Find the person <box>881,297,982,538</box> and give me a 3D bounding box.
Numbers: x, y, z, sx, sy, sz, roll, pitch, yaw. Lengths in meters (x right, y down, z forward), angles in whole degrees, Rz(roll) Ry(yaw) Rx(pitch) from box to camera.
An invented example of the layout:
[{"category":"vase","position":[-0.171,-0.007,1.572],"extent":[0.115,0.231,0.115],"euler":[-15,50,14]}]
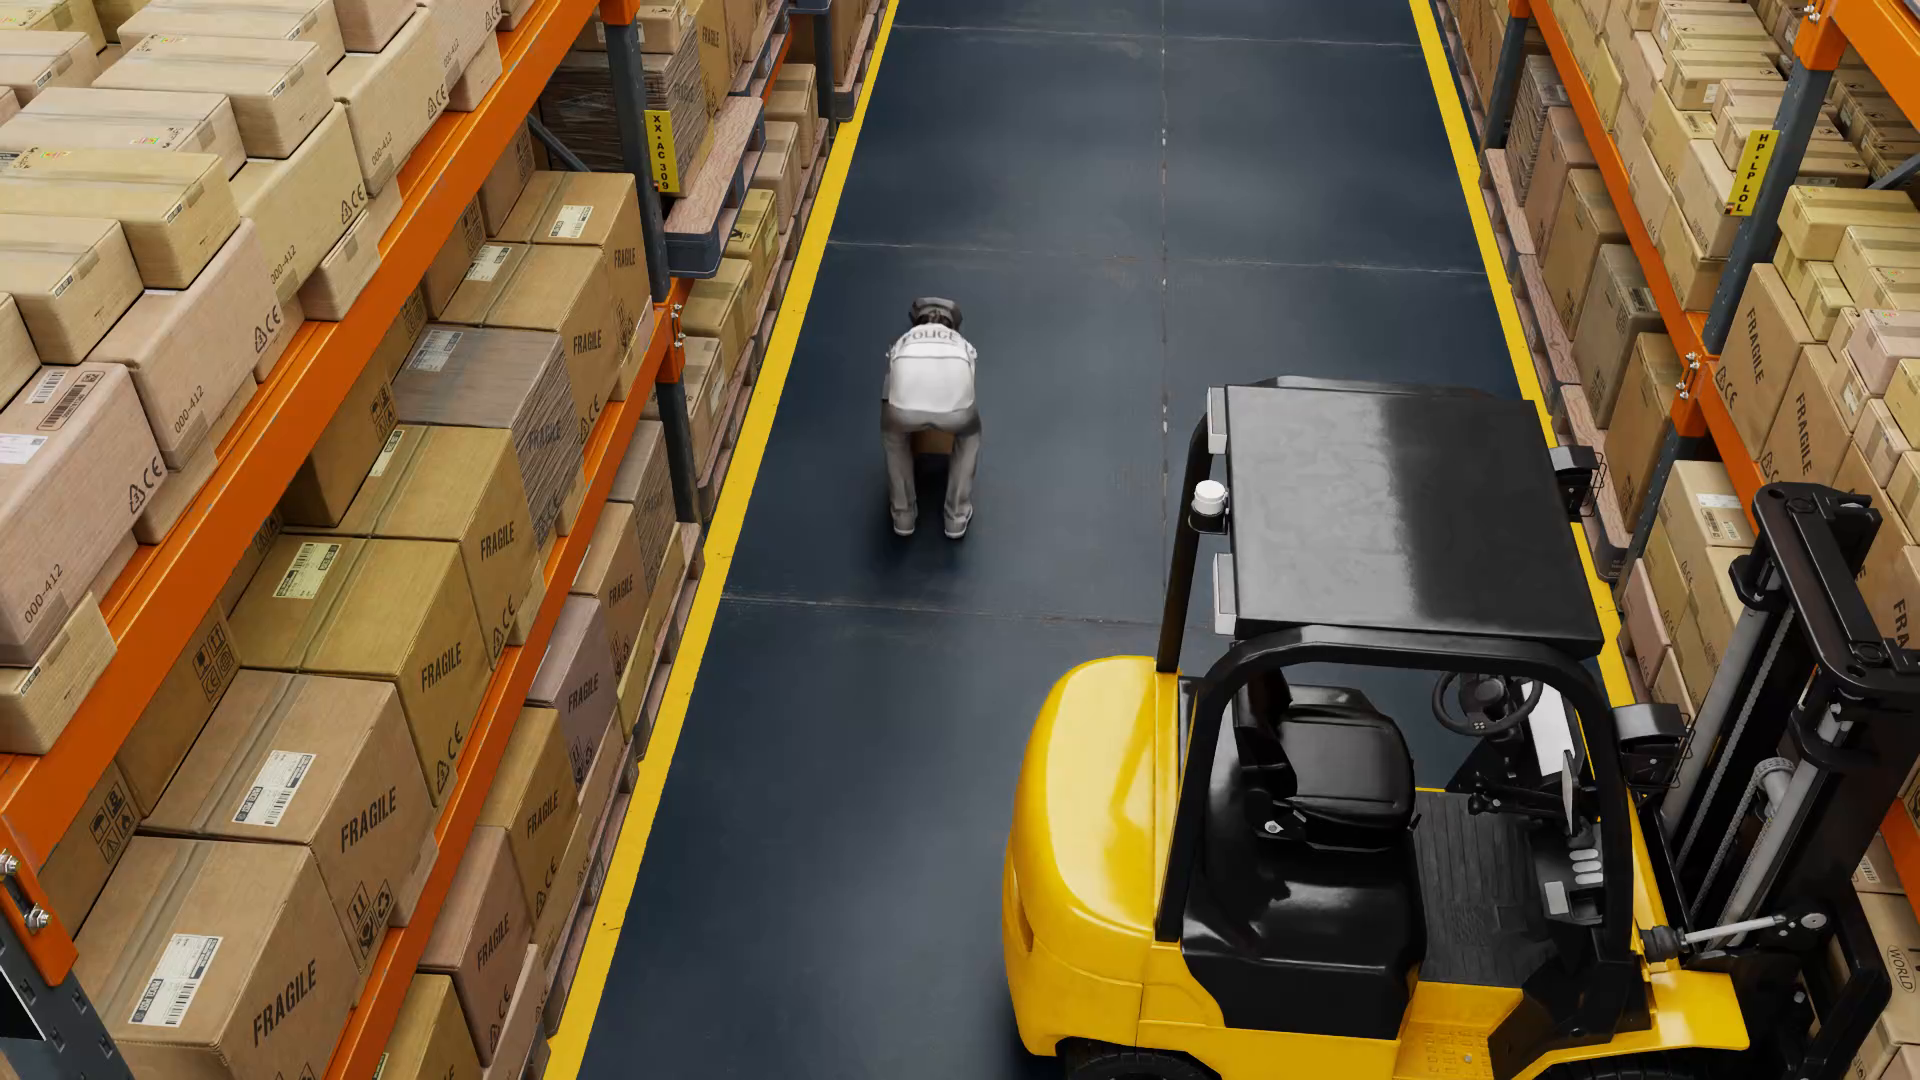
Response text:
[{"category":"person","position":[-0.125,-0.569,7.373],"extent":[0.448,0.960,0.896],"euler":[1,40,1]}]
